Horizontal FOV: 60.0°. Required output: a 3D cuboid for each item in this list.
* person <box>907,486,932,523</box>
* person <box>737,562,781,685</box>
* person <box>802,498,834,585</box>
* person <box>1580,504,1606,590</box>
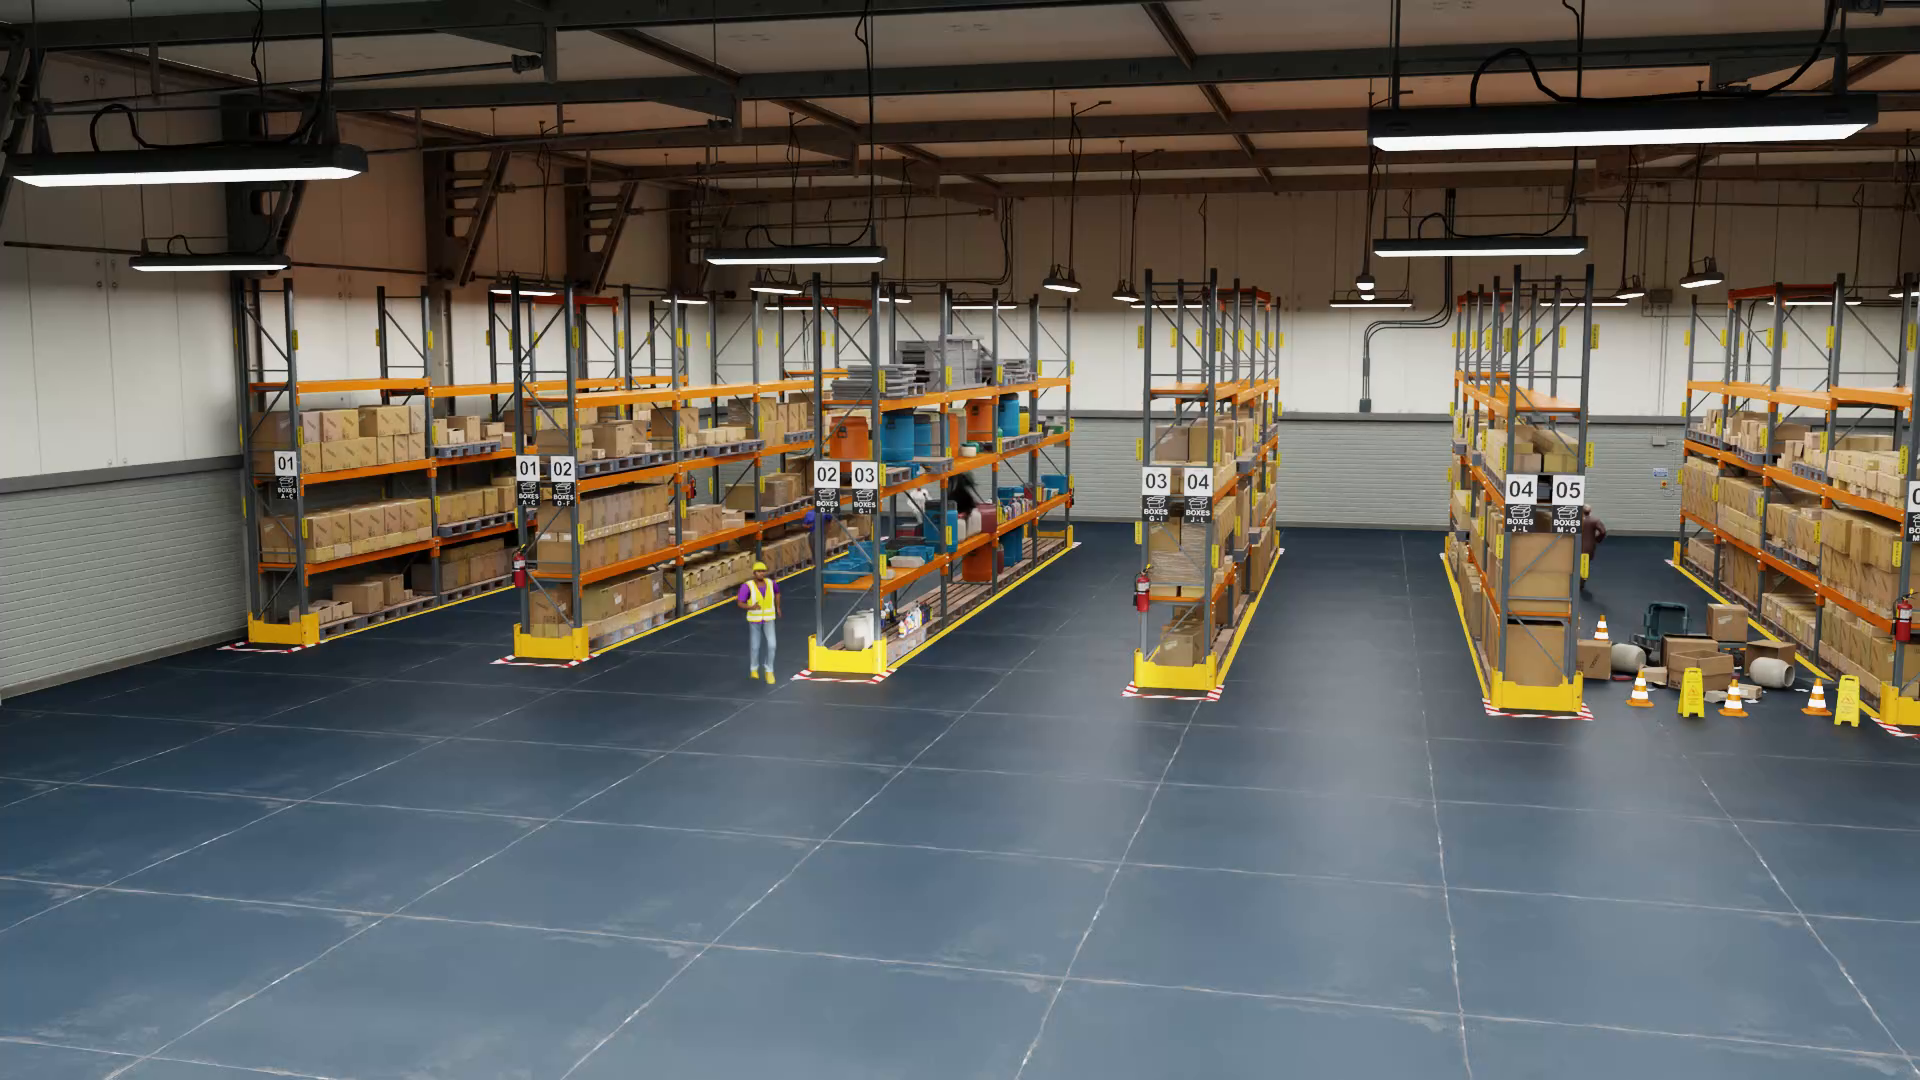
[{"bbox_3d":[-0.963,-0.704,40.991,0.622,1.624,0.523,-2,7,-14],"label":"person"},{"bbox_3d":[-2.919,1.215,24.334,0.701,1.814,0.751,-2,7,-18],"label":"person"},{"bbox_3d":[-2.771,0.053,32.302,0.573,1.606,0.875,1,7,7],"label":"person"},{"bbox_3d":[12.433,0.160,33.109,0.717,1.753,0.982,1,7,7],"label":"person"}]
